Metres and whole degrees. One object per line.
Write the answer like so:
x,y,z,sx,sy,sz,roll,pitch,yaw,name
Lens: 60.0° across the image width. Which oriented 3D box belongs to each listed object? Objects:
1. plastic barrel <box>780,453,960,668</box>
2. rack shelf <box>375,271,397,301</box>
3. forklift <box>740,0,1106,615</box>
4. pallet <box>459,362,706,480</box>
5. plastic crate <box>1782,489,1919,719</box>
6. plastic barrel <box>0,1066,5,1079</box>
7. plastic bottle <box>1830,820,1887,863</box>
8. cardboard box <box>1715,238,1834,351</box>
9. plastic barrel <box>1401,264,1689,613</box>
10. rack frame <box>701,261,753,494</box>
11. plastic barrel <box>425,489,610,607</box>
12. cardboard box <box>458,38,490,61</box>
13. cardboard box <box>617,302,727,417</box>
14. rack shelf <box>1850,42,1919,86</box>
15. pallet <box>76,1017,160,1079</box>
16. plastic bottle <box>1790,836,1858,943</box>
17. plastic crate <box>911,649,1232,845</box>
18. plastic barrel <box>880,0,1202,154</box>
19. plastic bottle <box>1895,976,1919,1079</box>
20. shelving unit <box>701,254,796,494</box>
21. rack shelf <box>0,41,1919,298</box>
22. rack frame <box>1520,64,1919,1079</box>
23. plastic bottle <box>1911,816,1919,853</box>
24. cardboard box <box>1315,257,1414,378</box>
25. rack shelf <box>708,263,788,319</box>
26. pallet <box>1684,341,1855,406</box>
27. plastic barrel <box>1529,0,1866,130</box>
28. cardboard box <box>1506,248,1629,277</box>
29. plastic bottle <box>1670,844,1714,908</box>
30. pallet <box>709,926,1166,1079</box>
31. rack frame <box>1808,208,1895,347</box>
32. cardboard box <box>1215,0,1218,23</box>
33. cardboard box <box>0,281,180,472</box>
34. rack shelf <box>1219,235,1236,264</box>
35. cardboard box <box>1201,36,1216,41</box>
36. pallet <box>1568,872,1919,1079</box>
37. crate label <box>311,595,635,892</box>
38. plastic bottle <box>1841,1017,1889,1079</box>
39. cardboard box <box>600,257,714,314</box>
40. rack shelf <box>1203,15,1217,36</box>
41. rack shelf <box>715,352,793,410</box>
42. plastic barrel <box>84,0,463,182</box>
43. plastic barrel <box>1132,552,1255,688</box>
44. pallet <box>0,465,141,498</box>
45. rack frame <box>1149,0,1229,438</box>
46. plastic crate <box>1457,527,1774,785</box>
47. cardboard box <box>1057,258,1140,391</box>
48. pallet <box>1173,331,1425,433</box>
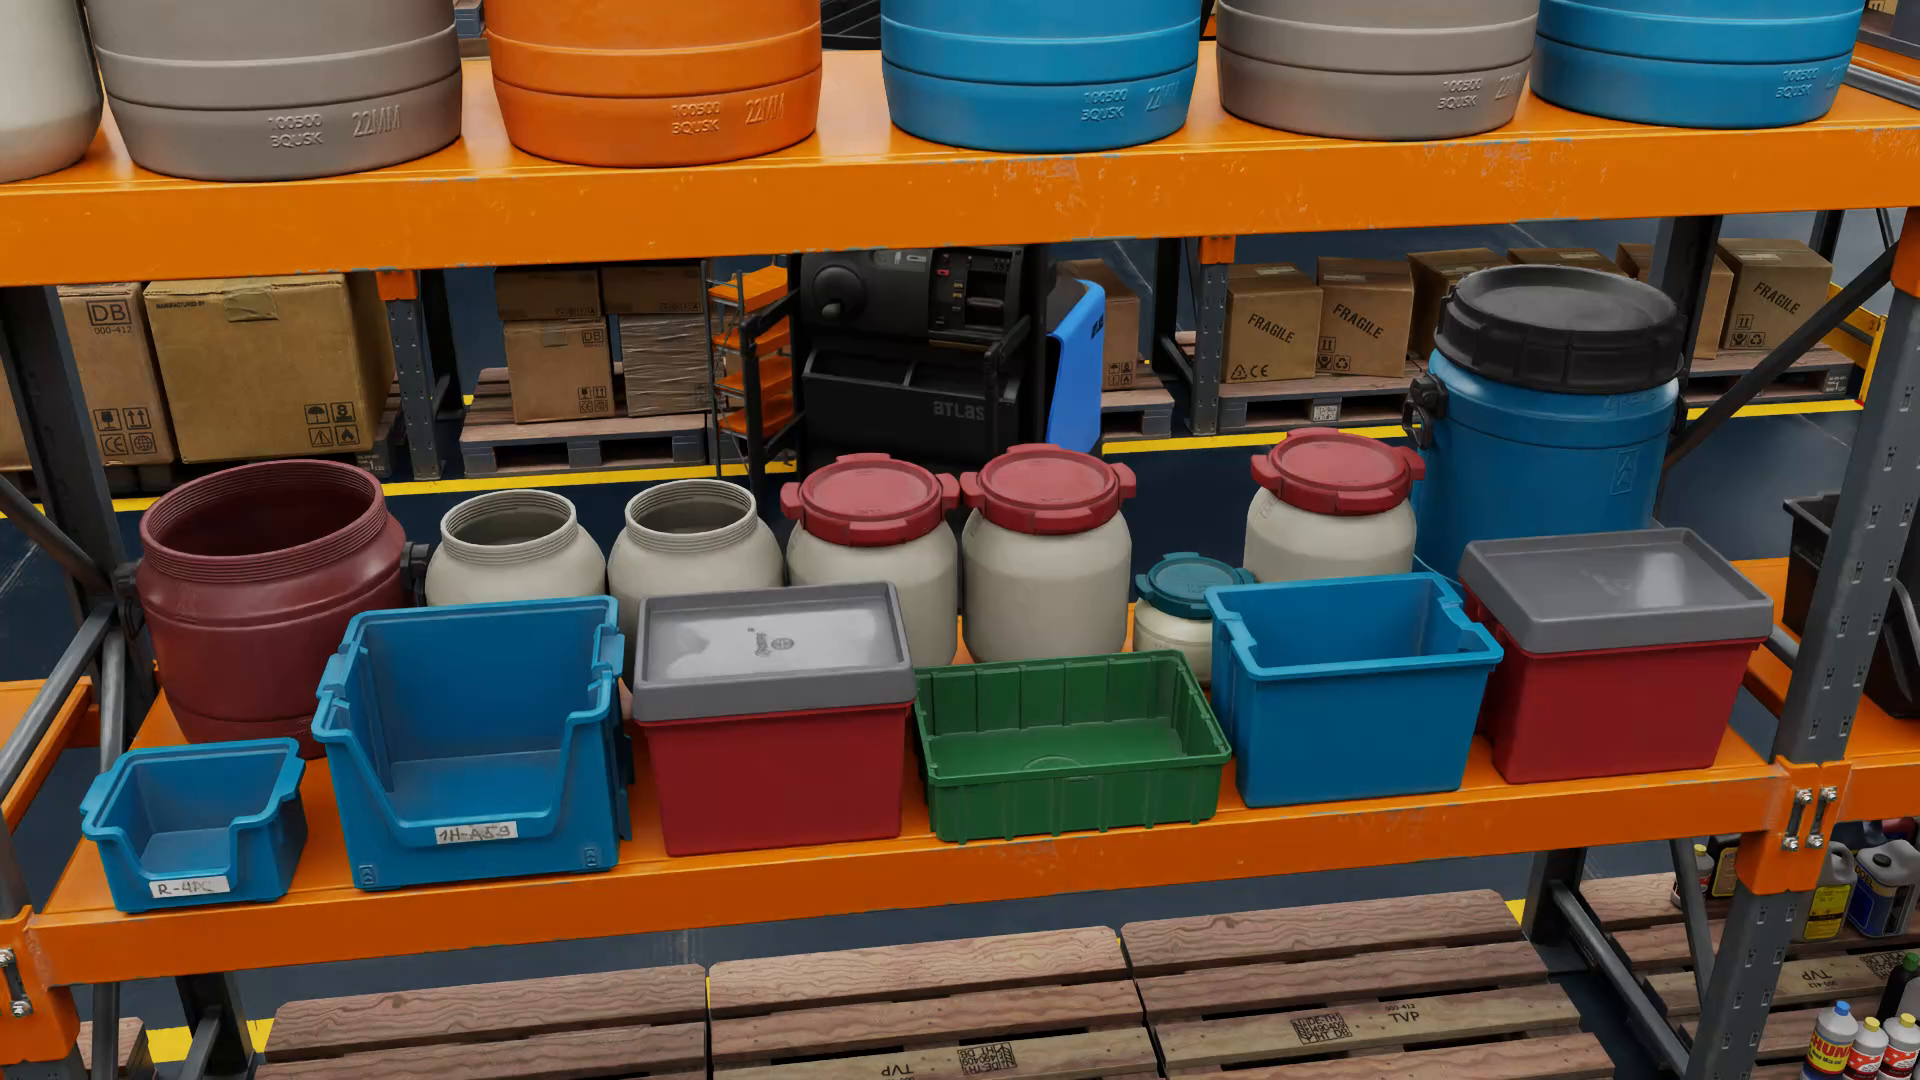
-0.215,0.108,4.105,0.433,0.535,0.433,0,27,0,plastic barrel
-4.713,-1.405,7.990,4.000,0.370,1.077,-4,27,-7,rack shelf
-0.264,-0.992,6.472,1.130,2.935,3.031,9,28,17,forklift
-1.959,-0.660,8.806,1.213,0.211,1.003,-4,27,-7,pallet
2.454,0.185,4.173,0.504,0.338,0.767,-4,27,-7,plastic crate
-2.525,1.205,4.034,0.708,0.830,0.600,-4,27,-7,plastic barrel
2.706,0.932,5.067,0.185,0.351,0.144,-5,28,-10,plastic bottle
4.568,-1.403,9.477,0.500,0.500,0.500,1,27,2,cardboard box
1.493,-0.203,4.310,0.708,0.901,0.600,-4,27,-7,plastic barrel
-1.084,-0.711,7.821,0.240,1.200,0.015,18,32,31,rack frame
-1.054,0.175,4.000,0.421,0.512,0.421,0,27,0,plastic barrel
-2.204,-2.136,8.057,0.500,0.500,0.500,-7,28,-13,cardboard box
-1.525,-1.028,8.724,0.500,0.500,0.700,-6,28,-11,cardboard box
3.899,-1.009,3.933,4.000,0.370,1.077,-4,27,-7,rack shelf
-2.818,1.697,4.212,1.213,0.211,1.003,-4,27,-7,pallet
2.536,1.009,4.917,0.185,0.351,0.144,-4,27,-7,plastic bottle
0.233,0.465,3.789,0.662,0.188,0.450,-4,27,-7,plastic crate
0.149,-1.211,2.990,0.708,0.901,0.600,-4,27,-7,plastic barrel
2.611,1.294,4.444,0.135,0.276,0.152,-3,27,-5,plastic bottle
-0.943,-0.802,7.998,0.258,1.200,0.503,18,32,31,shelving unit
-0.062,-0.755,3.437,4.000,0.370,1.077,-4,27,-7,rack shelf
1.918,0.133,4.206,0.127,3.000,1.000,-4,27,-7,rack frame
3.025,0.912,5.107,0.185,0.351,0.144,-4,27,-7,plastic bottle
2.196,-1.228,9.136,0.500,0.500,0.500,5,28,9,cardboard box
-0.943,-1.151,7.819,0.258,0.148,0.480,18,32,31,rack shelf
4.304,-1.080,9.623,1.213,0.211,1.003,-4,27,-7,pallet
1.445,-1.294,3.152,0.708,0.901,0.600,-4,27,-7,plastic barrel
3.359,-1.319,9.312,0.500,0.500,0.500,-1,27,-2,cardboard box
2.234,1.018,5.063,0.097,0.201,0.097,0,27,0,plastic bottle
-0.065,1.520,4.556,1.213,0.211,1.003,-4,27,-7,pallet
5.189,-2.361,9.065,0.127,3.000,1.000,-4,27,-7,rack frame
1.635,-2.881,8.549,0.500,0.500,0.500,-4,27,-7,cardboard box
-4.303,-1.006,8.292,0.875,0.875,1.225,-4,27,-7,cardboard box
3.209,-1.913,8.981,4.000,0.370,1.077,-4,27,-7,rack shelf
2.162,-3.664,13.472,0.875,0.875,0.875,-3,27,-7,cardboard box
2.589,1.350,4.889,1.213,0.211,1.003,-4,27,-7,pallet
-1.021,0.431,3.586,0.616,0.435,0.502,-4,27,-7,crate label
2.395,1.353,4.410,0.097,0.201,0.097,0,27,0,plastic bottle
-1.550,-1.364,8.557,0.500,0.250,0.500,-1,27,-1,cardboard box
2.618,-4.162,13.364,4.000,0.370,1.077,-4,27,-7,rack shelf
-0.943,-0.742,8.029,0.258,0.148,0.480,18,32,31,rack shelf
-1.199,-1.125,2.821,0.600,0.901,0.600,0,27,0,plastic barrel
0.586,0.209,4.208,0.301,0.262,0.301,0,27,0,plastic barrel
-4.730,-0.519,8.530,1.213,0.211,1.003,-4,27,-7,pallet
1.228,-2.106,8.569,0.127,3.000,1.000,-4,27,-7,rack frame
1.481,0.273,3.861,0.583,0.464,0.402,-4,27,-7,plastic crate
0.617,-1.161,8.982,0.500,0.500,0.700,-6,28,-11,cardboard box
1.888,-0.924,9.320,1.213,0.211,1.003,-4,27,-7,pallet
